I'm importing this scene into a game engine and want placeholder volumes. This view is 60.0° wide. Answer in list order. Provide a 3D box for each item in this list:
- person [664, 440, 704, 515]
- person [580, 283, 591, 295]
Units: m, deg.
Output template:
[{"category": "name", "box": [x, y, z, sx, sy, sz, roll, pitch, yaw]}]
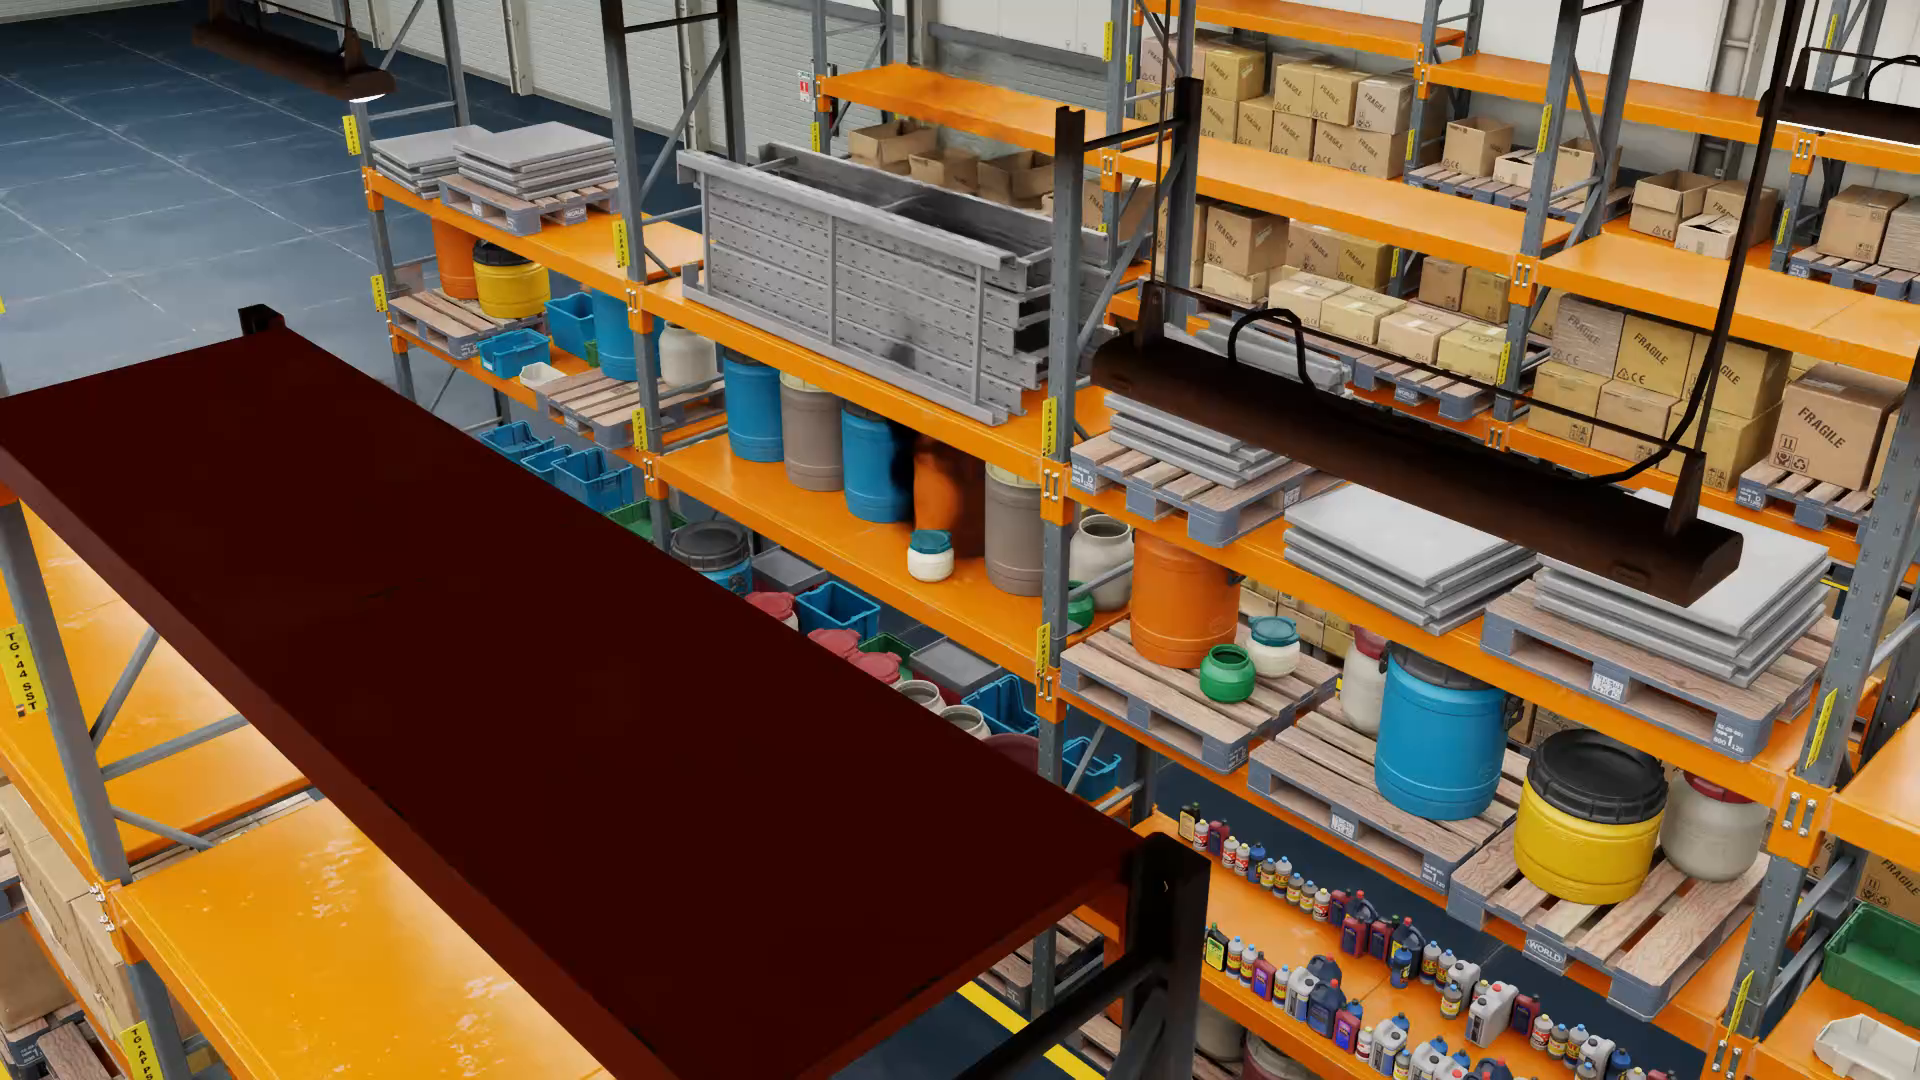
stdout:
[{"category": "person", "box": [-2.770, -0.549, 16.104, 0.717, 1.749, 0.567, 20, 34, 33]}, {"category": "person", "box": [-4.260, -2.271, 19.245, 0.601, 1.740, 0.649, -10, 30, -17]}]
